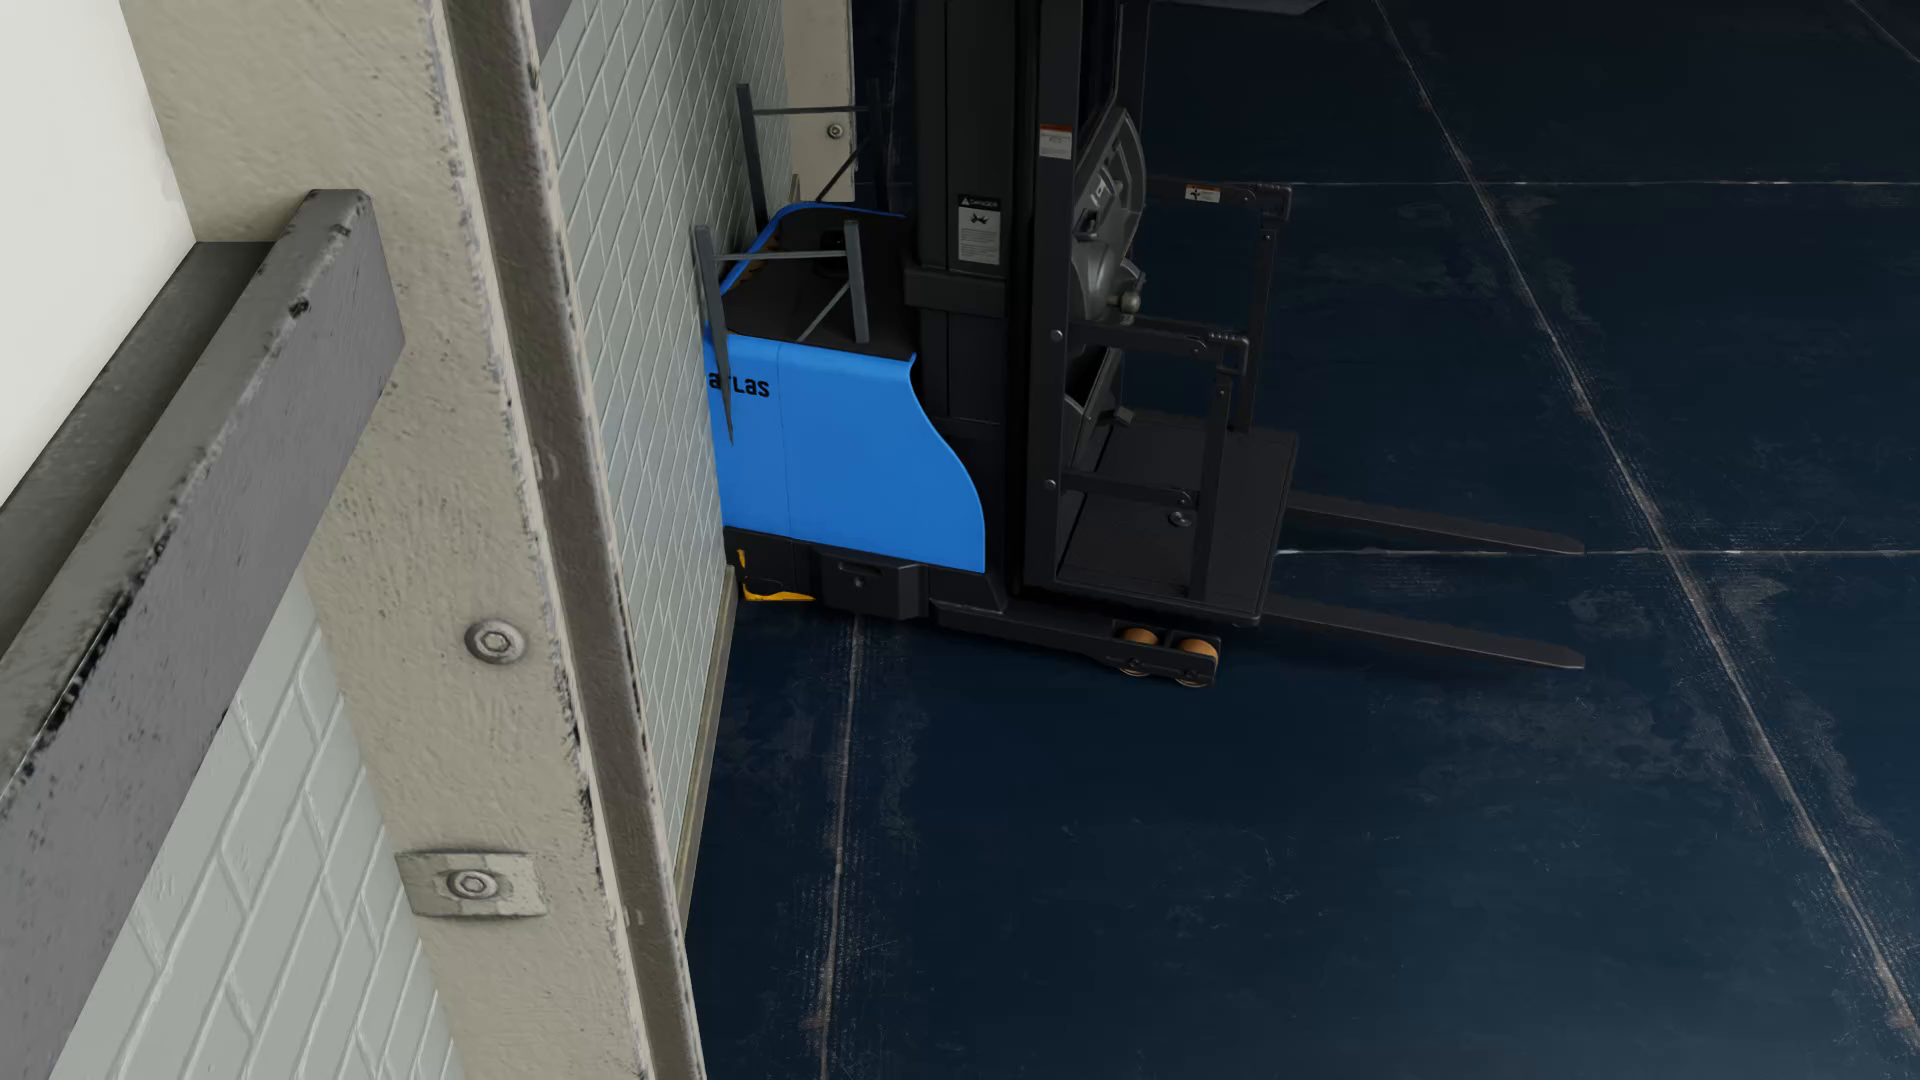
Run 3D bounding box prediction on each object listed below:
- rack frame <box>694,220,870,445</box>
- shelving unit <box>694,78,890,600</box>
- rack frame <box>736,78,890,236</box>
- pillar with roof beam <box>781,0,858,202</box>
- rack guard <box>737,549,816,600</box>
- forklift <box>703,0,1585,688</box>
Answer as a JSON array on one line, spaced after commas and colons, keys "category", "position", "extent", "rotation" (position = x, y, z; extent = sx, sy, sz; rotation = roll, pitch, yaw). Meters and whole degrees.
[{"category": "rack frame", "position": [-0.522, -0.381, 5.538], "extent": [0.500, 1.500, 0.032], "rotation": [-1, 40, 3]}, {"category": "shelving unit", "position": [-0.510, -0.699, 5.923], "extent": [0.587, 1.500, 1.083], "rotation": [-1, 40, 3]}, {"category": "rack frame", "position": [-0.499, -1.030, 6.321], "extent": [0.500, 1.500, 0.032], "rotation": [-1, 40, 3]}, {"category": "pillar with roof beam", "position": [3.619, -5.343, 5.722], "extent": [9.100, 9.000, 0.400], "rotation": [0, 39, 0]}, {"category": "rack guard", "position": [-0.490, 0.099, 5.937], "extent": [0.587, 0.250, 0.087], "rotation": [-1, 40, 3]}, {"category": "forklift", "position": [0.657, -1.017, 5.175], "extent": [3.031, 2.935, 1.130], "rotation": [10, 40, 12]}]
